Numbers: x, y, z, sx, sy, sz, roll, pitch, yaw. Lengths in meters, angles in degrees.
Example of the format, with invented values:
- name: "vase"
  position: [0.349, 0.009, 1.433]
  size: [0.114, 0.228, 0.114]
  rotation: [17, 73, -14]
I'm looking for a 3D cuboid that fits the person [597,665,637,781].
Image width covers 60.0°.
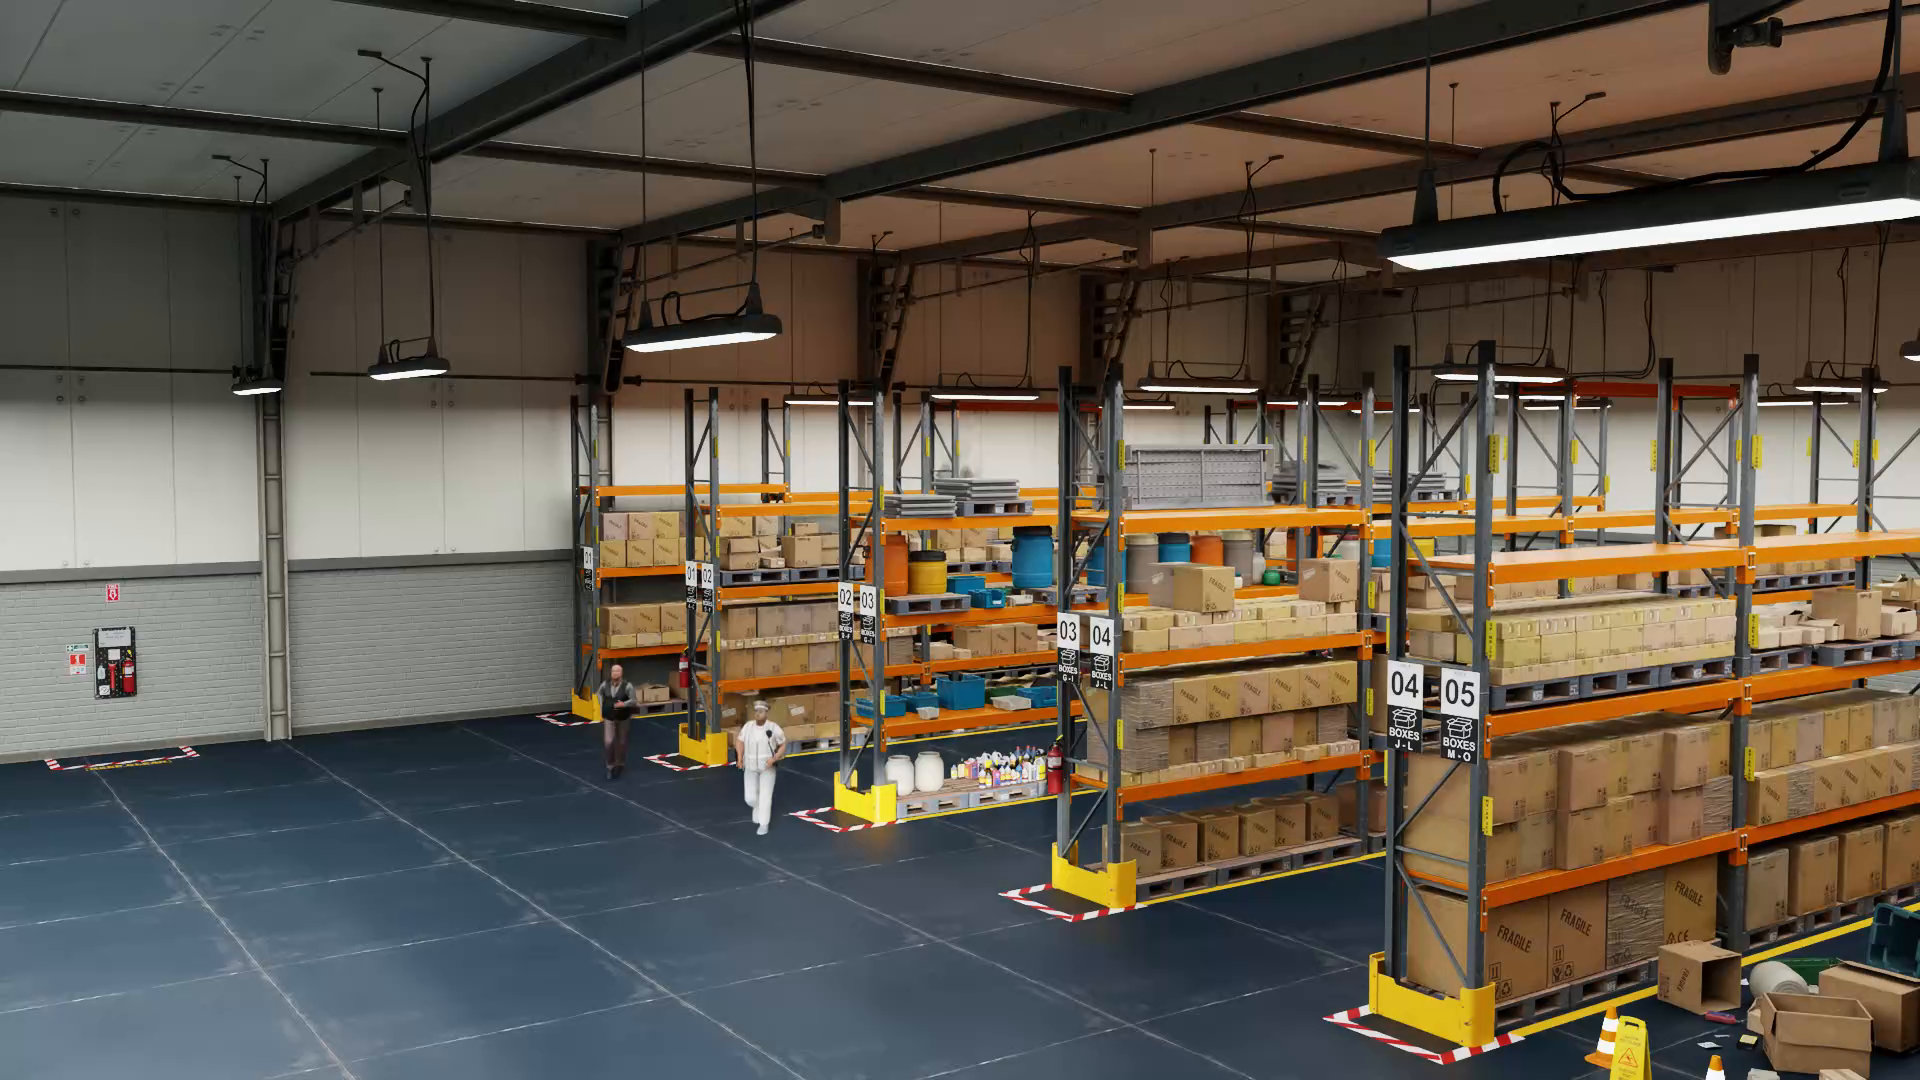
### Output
- name: "person"
  position: [-5.250, 2.778, 25.410]
  size: [0.645, 1.764, 0.732]
  rotation: [0, 3, -4]

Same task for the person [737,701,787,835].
- name: "person"
  position: [-2.636, 2.982, 21.986]
  size: [0.681, 1.744, 0.564]
  rotation: [0, 3, 5]
